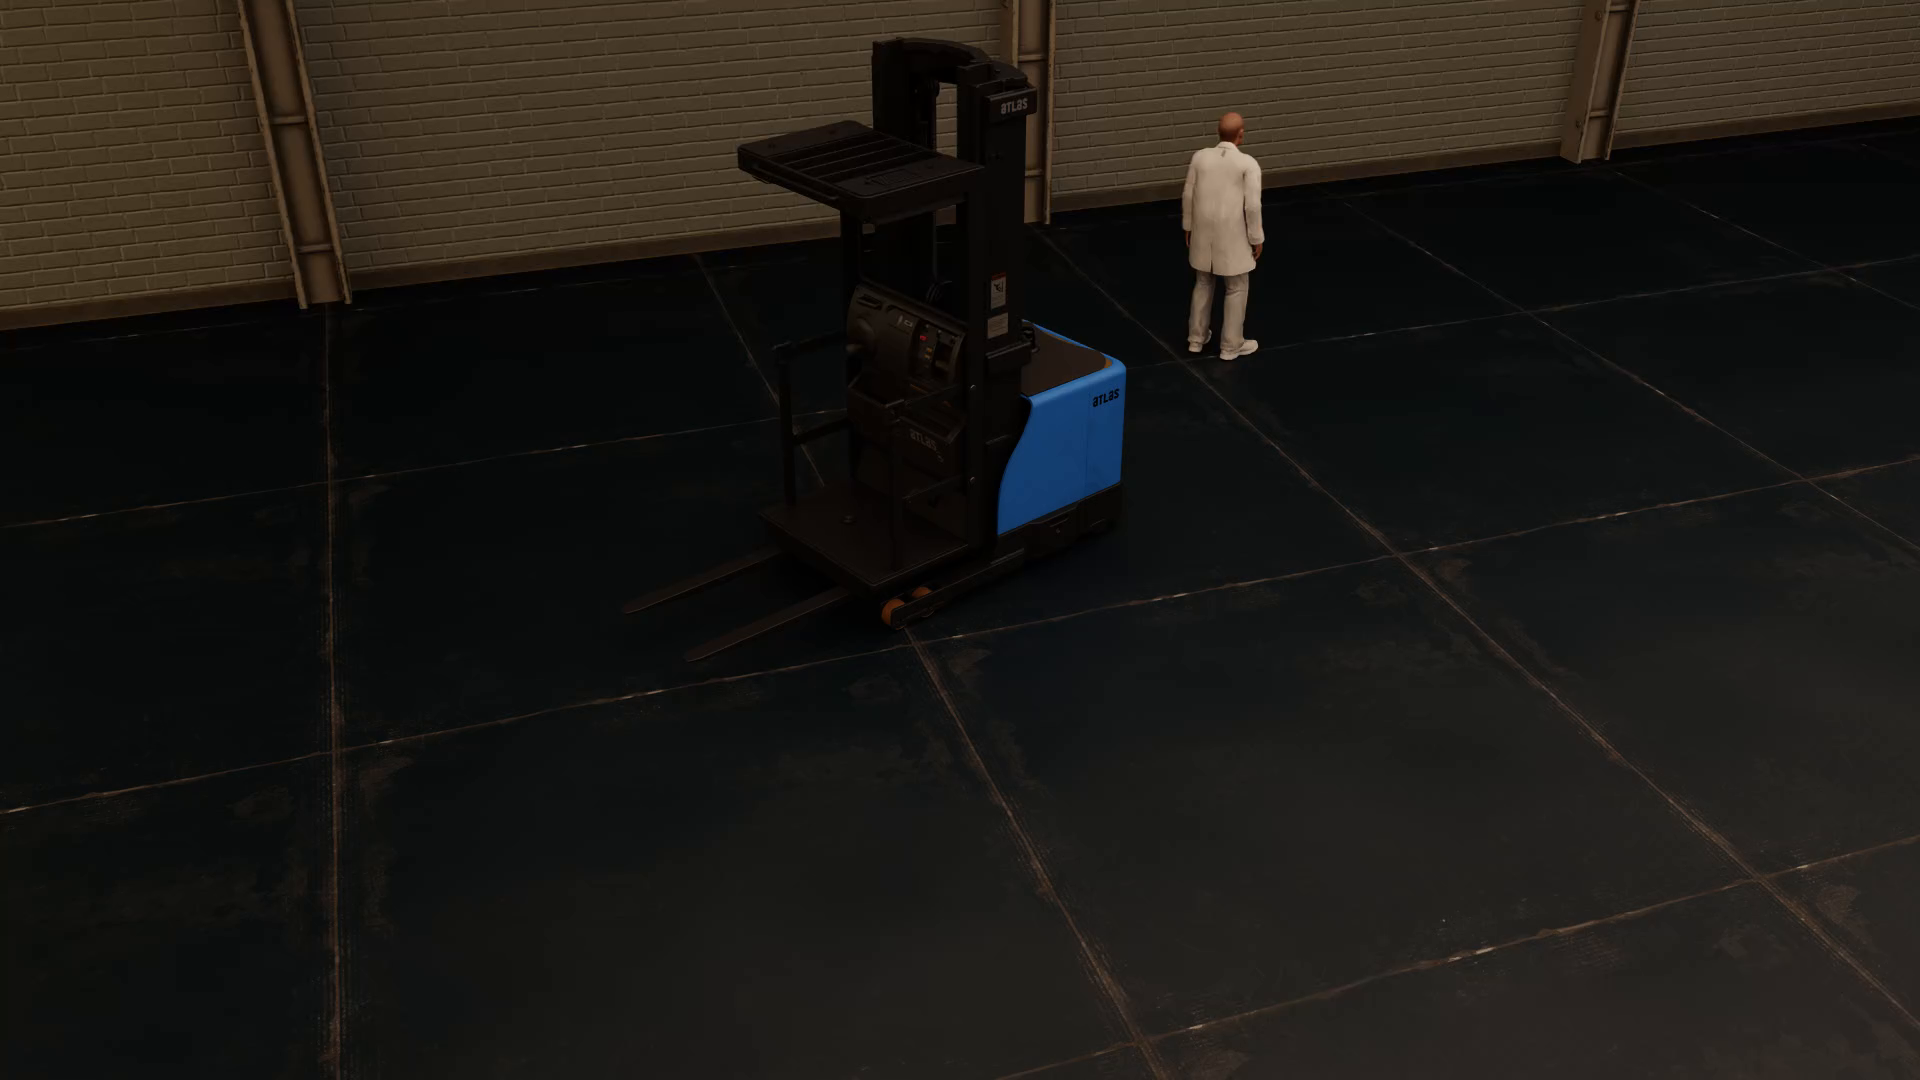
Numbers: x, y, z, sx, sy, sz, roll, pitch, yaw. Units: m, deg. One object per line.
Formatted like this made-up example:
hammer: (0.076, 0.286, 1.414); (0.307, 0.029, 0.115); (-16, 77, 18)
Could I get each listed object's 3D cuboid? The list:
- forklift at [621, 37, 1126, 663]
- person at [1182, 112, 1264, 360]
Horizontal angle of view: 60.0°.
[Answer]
forklift: (-0.461, -1.072, 8.951); (3.031, 2.935, 1.130); (-23, 37, -34)
person: (1.906, -2.206, 12.081); (0.646, 1.774, 0.420); (19, 35, 30)
